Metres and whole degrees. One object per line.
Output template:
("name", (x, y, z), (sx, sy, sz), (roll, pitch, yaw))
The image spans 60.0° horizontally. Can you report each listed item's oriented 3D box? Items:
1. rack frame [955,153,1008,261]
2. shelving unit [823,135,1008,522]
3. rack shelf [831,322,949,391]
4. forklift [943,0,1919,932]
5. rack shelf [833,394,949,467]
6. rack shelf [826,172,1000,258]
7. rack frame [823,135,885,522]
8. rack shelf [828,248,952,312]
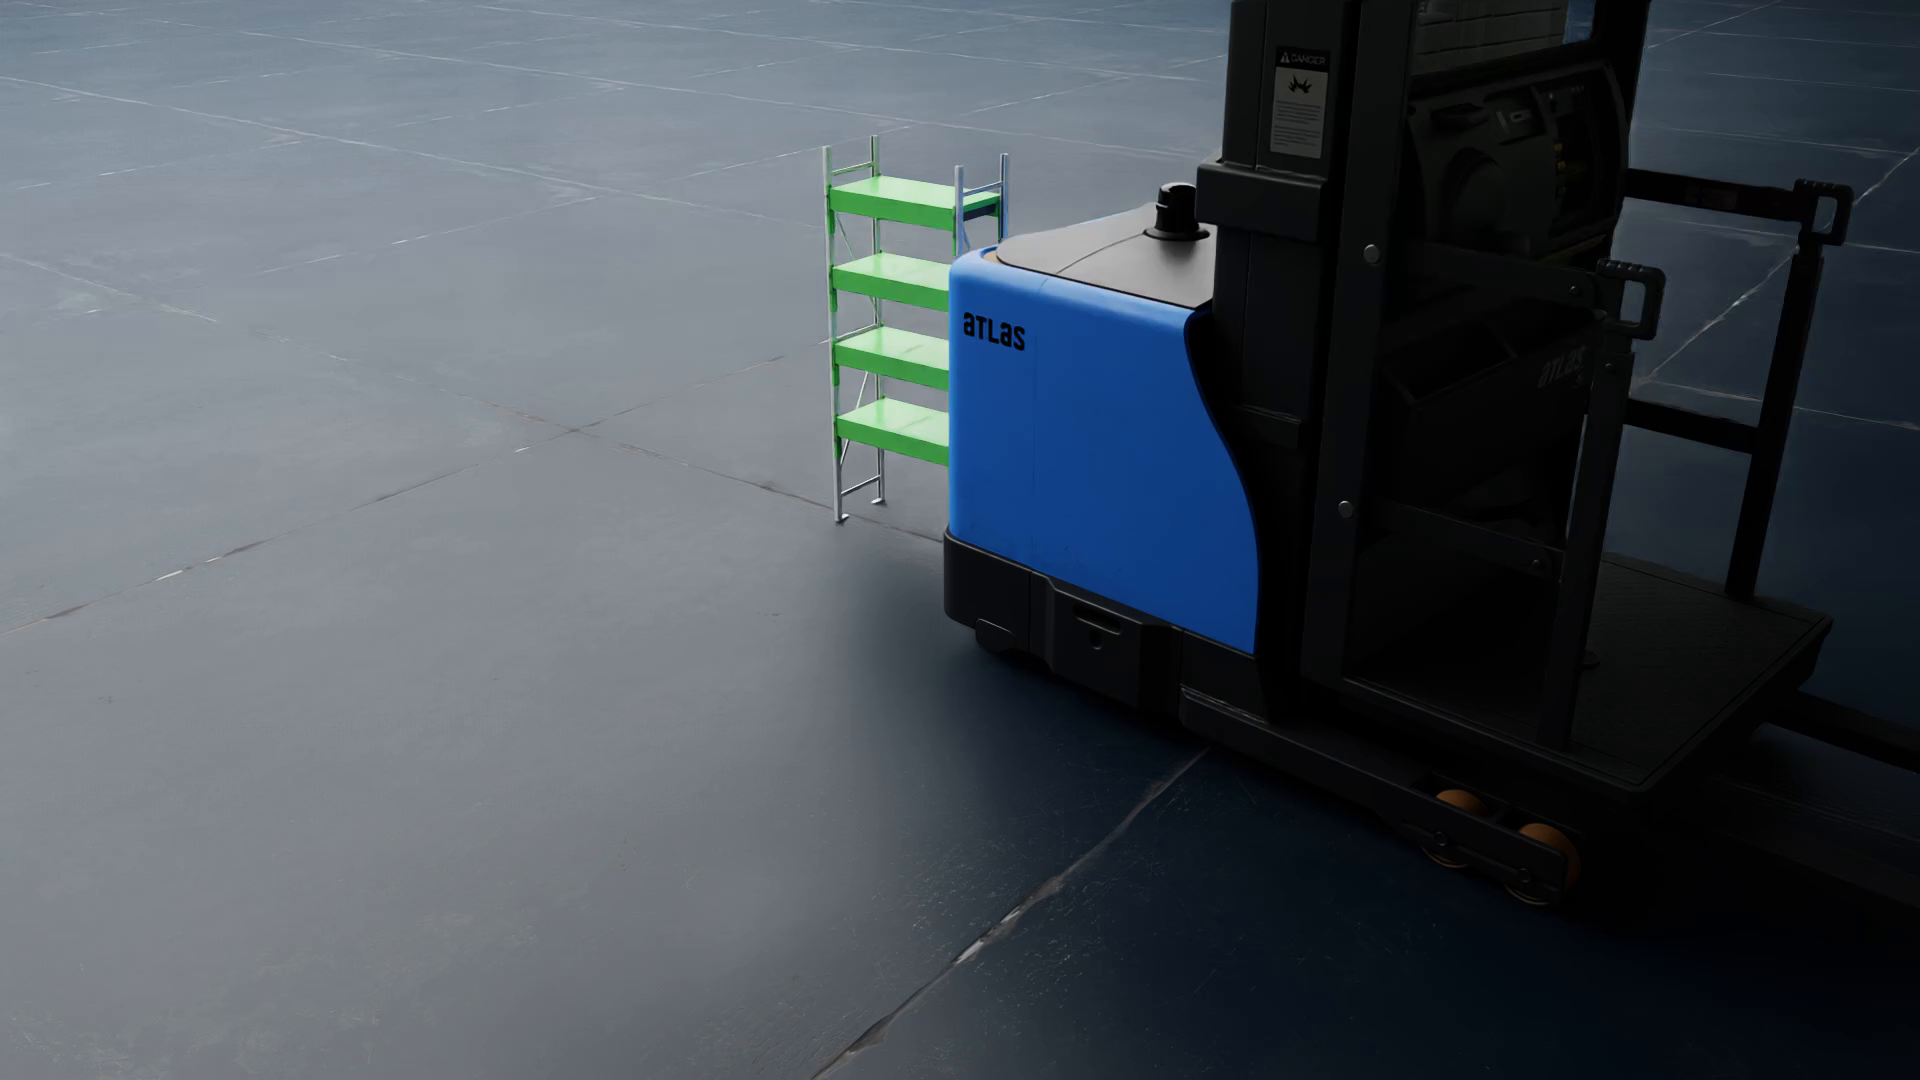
("rack frame", (0.063, -0.530, 4.965), (0.015, 1.200, 0.240), (17, 29, 33))
("shelving unit", (-0.132, -0.589, 5.099), (0.503, 1.200, 0.258), (17, 29, 33))
("rack shelf", (-0.132, -0.531, 5.125), (0.480, 0.148, 0.258), (17, 29, 33))
("forklift", (1.364, -0.810, 3.452), (3.031, 2.935, 1.130), (21, 32, 39))
("rack shelf", (-0.132, -0.311, 5.221), (0.480, 0.148, 0.258), (17, 29, 33))
("rack shelf", (-0.132, -0.970, 4.931), (0.480, 0.148, 0.258), (17, 29, 33))
("rack frame", (-0.328, -0.648, 5.233), (0.015, 1.200, 0.240), (17, 29, 33))
("rack shelf", (-0.132, -0.750, 5.028), (0.480, 0.148, 0.258), (17, 29, 33))
